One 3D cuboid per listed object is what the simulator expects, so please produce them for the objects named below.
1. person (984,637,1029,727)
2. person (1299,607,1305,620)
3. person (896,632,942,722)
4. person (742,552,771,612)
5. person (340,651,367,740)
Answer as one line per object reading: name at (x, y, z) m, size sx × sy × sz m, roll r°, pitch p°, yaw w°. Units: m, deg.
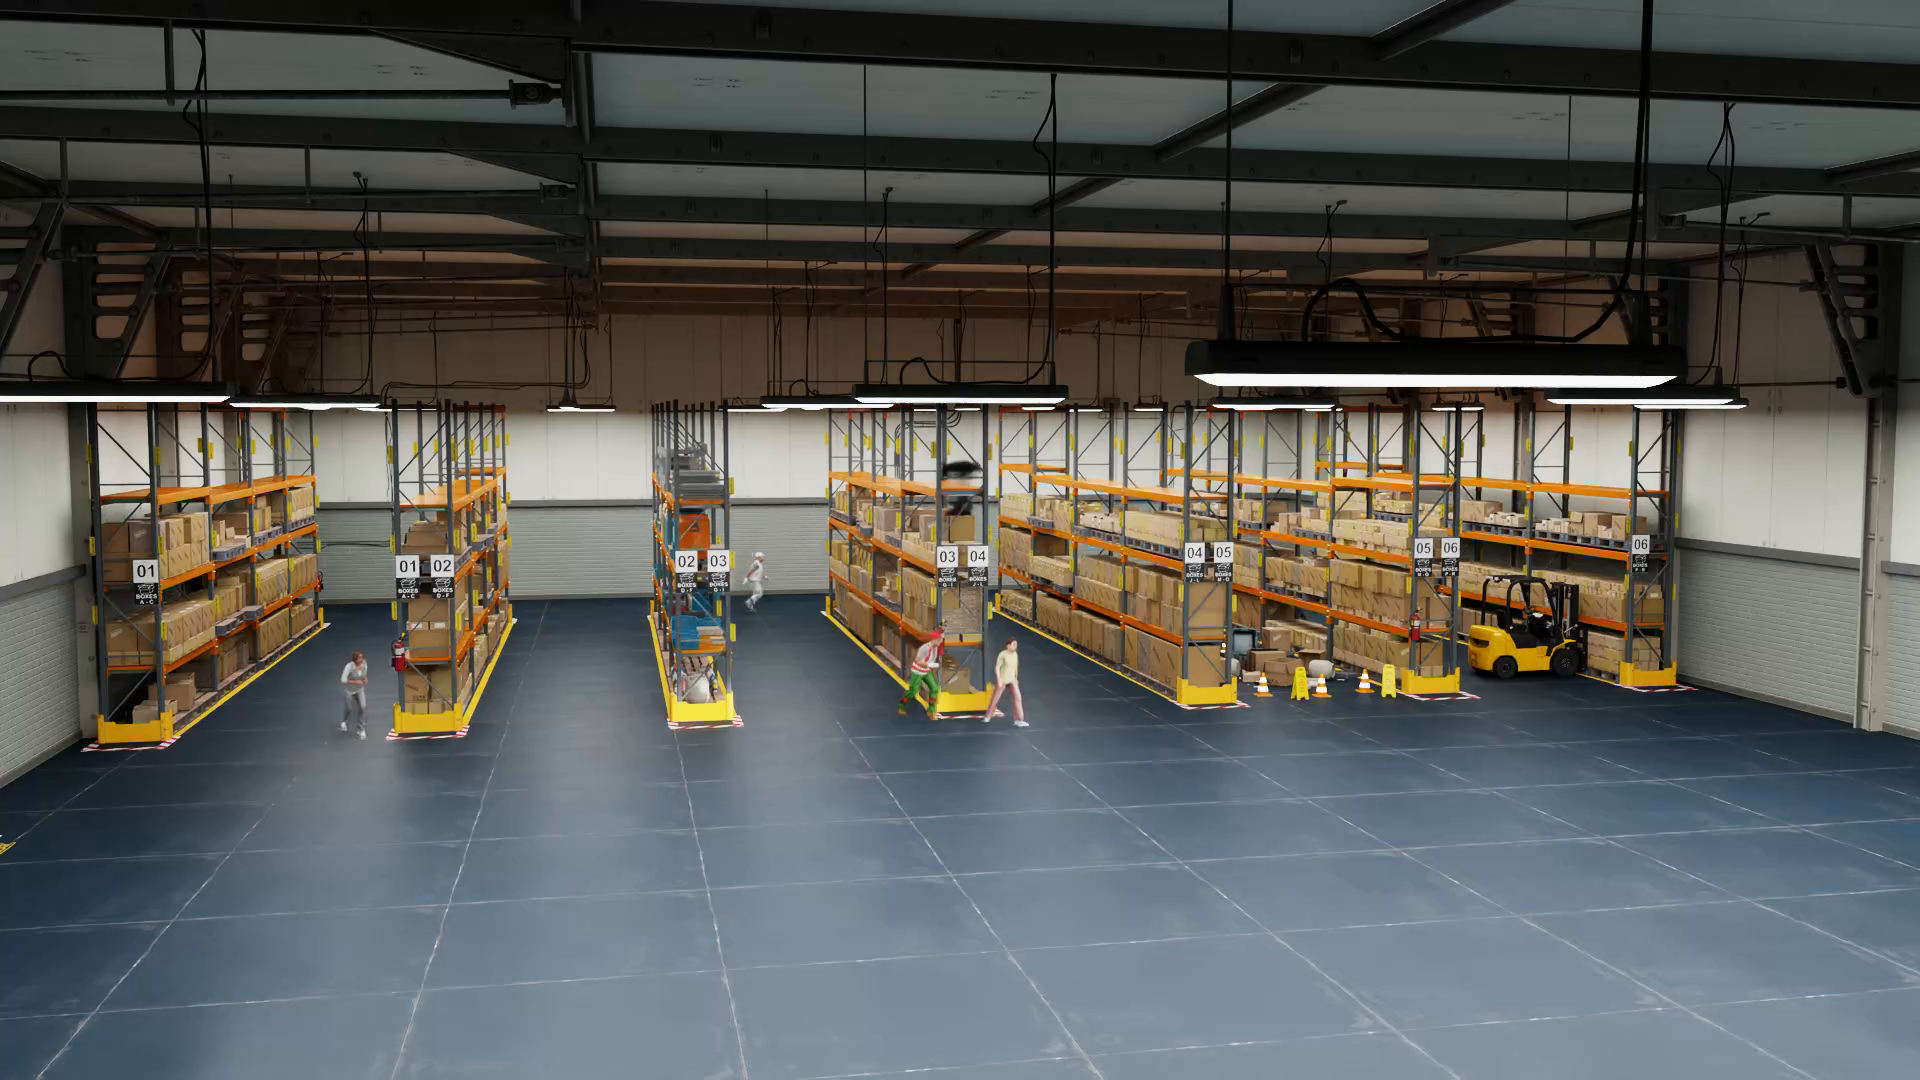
person at (0.850, 2.599, 30.675) m, size 0.616 × 1.625 × 0.881 m, roll -3°, pitch 5°, yaw -37°
person at (9.255, 1.477, 46.172) m, size 0.529 × 1.543 × 0.898 m, roll -2°, pitch 5°, yaw -29°
person at (-0.748, 2.553, 31.222) m, size 1.041 × 1.726 × 0.706 m, roll 3°, pitch 5°, yaw 31°
person at (-5.895, 1.212, 48.272) m, size 0.766 × 1.729 × 0.694 m, roll 0°, pitch 4°, yaw 1°
person at (-10.796, 2.729, 29.584) m, size 0.901 × 1.577 × 0.565 m, roll 4°, pitch 6°, yaw 44°
